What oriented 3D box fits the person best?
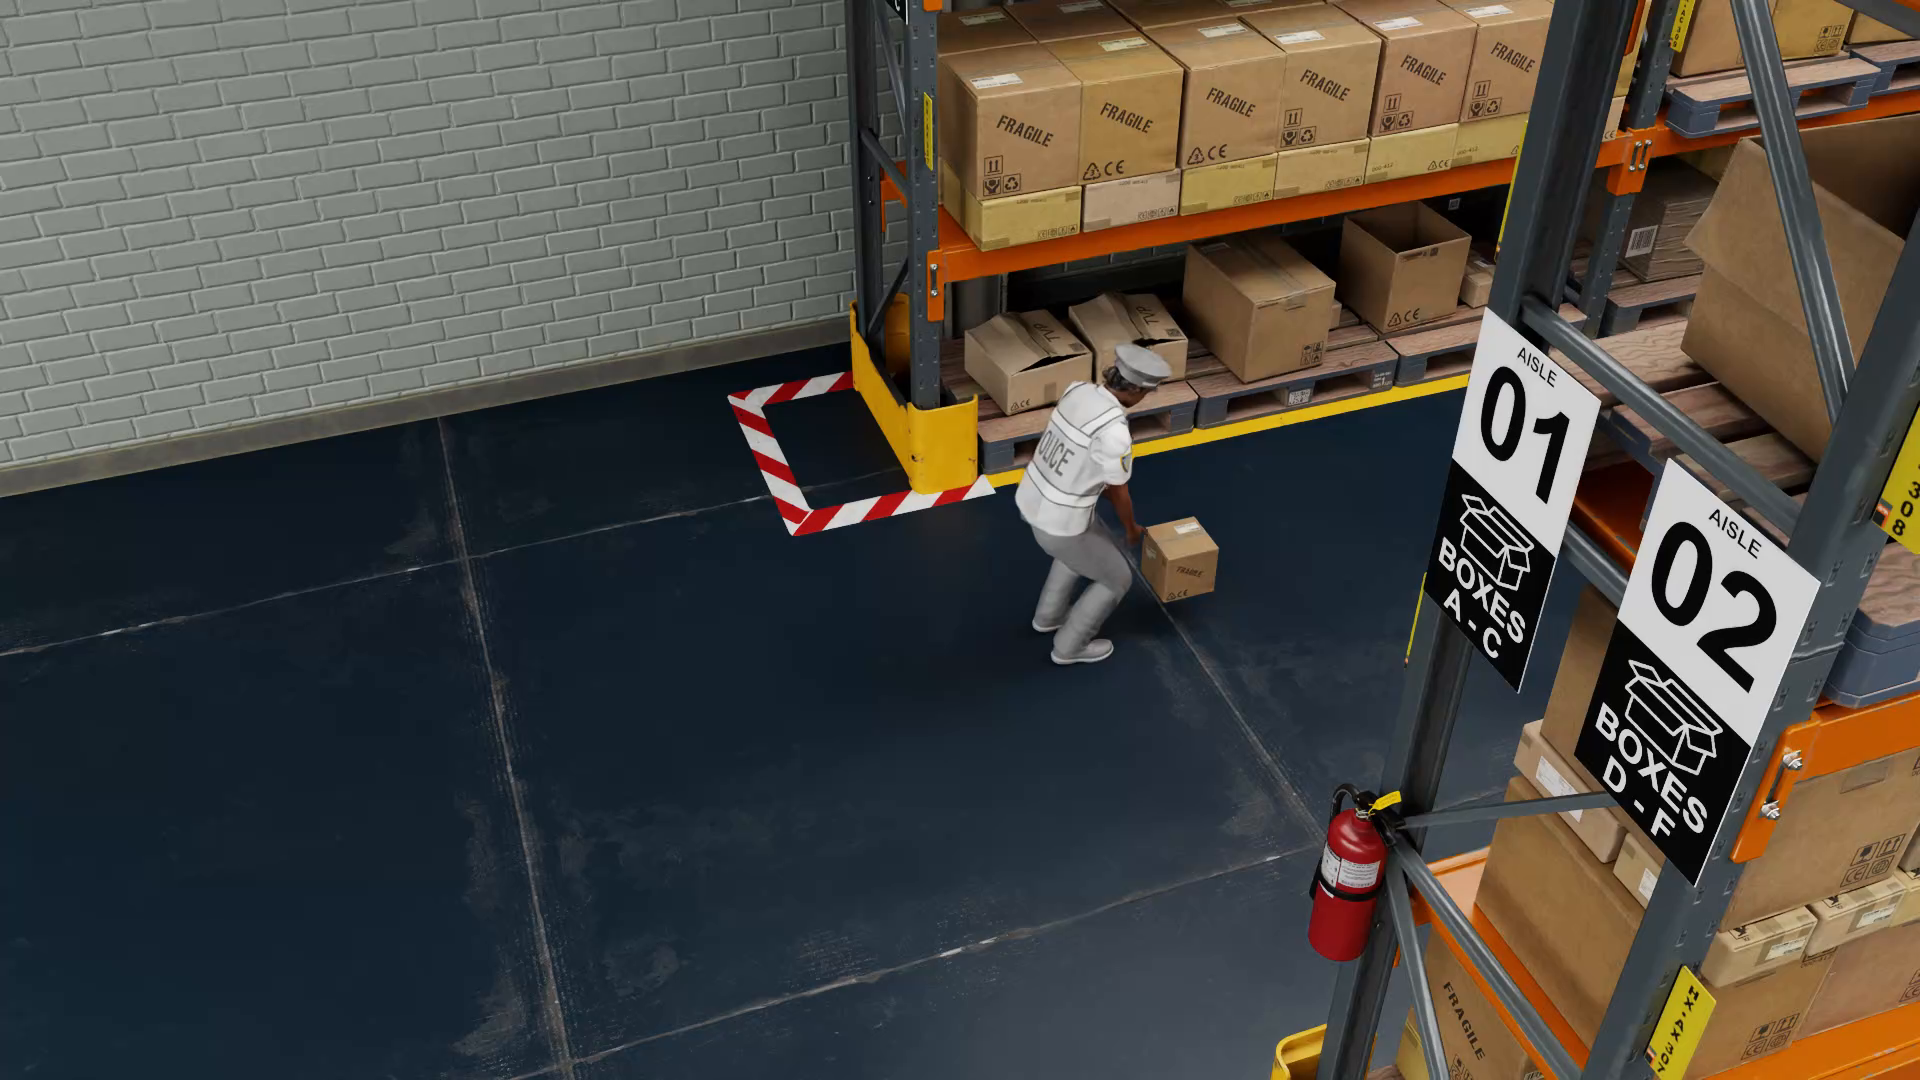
[{"bbox_3d":[0.552,-0.155,7.154,0.649,1.464,0.492,-12,39,-15],"label":"person"}]
